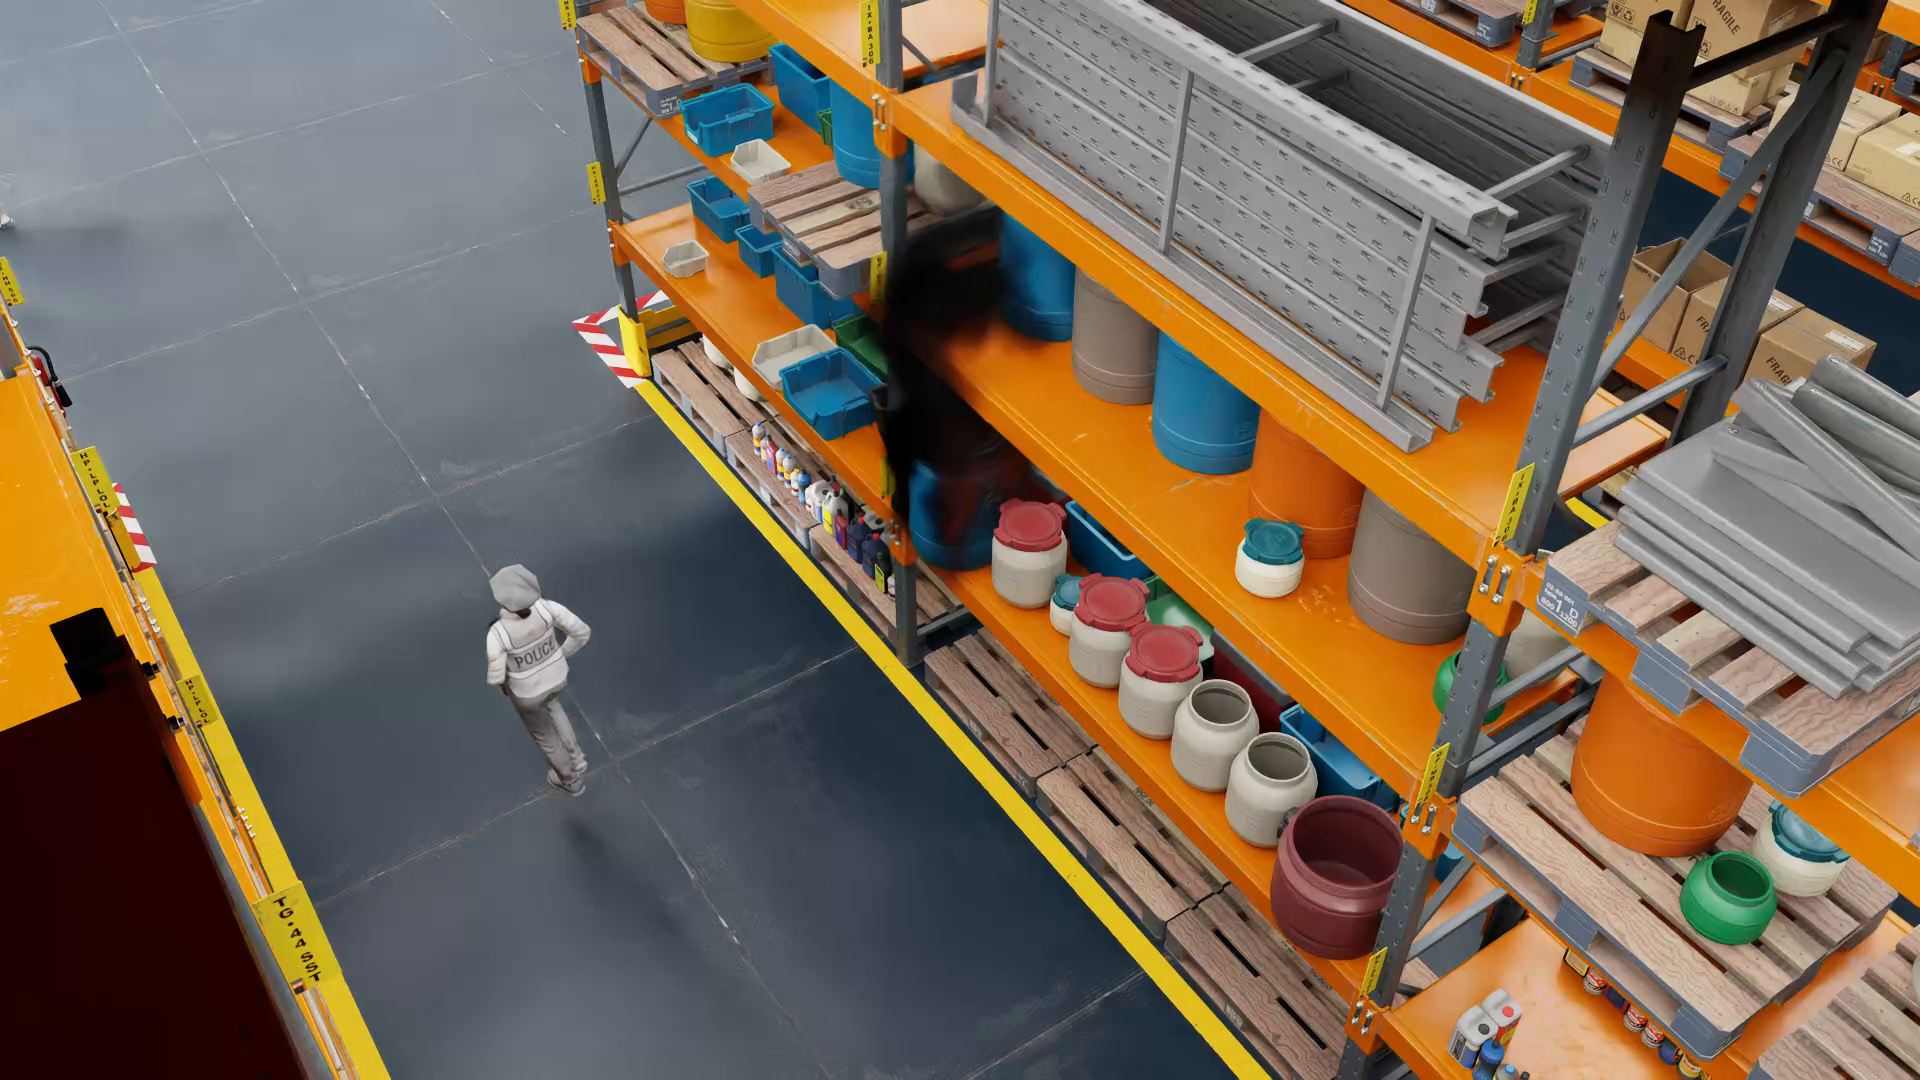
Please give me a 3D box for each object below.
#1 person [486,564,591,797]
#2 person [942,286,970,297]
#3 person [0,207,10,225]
[{"bbox_3d":[-2.373,0.769,9.295,0.596,1.731,0.509,-33,52,-31],"label":"person"},{"bbox_3d":[-0.244,-2.629,12.917,0.767,1.901,0.684,32,51,30],"label":"person"},{"bbox_3d":[-8.759,-3.373,14.190,0.670,1.659,0.537,-10,44,-11],"label":"person"}]
